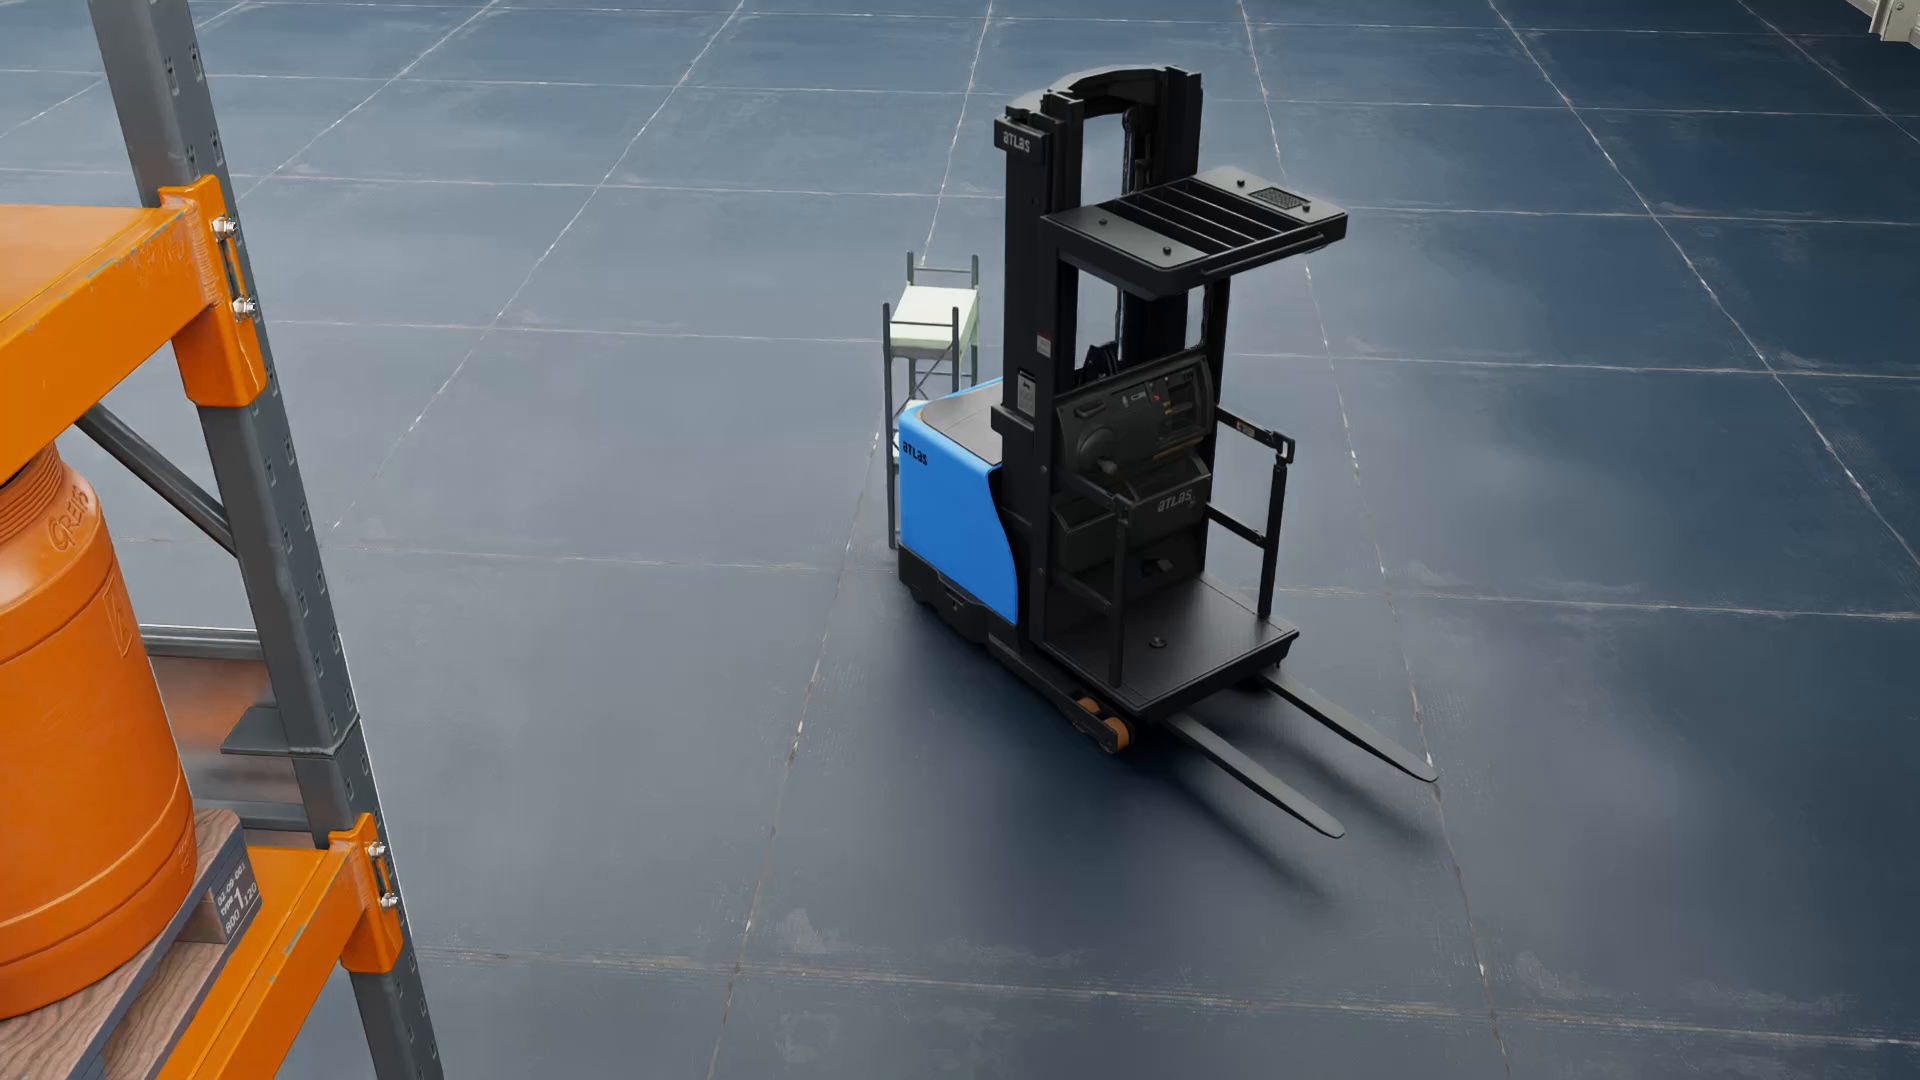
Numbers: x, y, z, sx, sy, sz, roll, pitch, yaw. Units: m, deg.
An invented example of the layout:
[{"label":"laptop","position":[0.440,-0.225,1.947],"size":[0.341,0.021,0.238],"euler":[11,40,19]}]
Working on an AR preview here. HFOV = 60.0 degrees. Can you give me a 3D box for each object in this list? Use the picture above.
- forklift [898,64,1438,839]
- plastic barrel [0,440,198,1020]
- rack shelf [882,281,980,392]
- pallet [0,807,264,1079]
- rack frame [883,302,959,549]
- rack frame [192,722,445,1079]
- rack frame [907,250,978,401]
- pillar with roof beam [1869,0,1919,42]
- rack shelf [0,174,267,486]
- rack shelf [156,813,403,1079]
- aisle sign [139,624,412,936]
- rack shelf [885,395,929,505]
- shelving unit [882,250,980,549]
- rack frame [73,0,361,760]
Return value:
[{"label":"forklift","position":[0.953,-0.532,7.600],"size":[1.130,2.935,3.031],"euler":[-22,38,-31]},{"label":"plastic barrel","position":[-1.587,0.258,2.583],"size":[0.600,0.830,0.708],"euler":[2,32,4]},{"label":"rack shelf","position":[-0.151,-1.104,9.148],"size":[0.431,0.370,0.720],"euler":[4,32,7]},{"label":"pallet","position":[-1.839,0.869,2.582],"size":[1.003,0.211,1.213],"euler":[2,32,4]},{"label":"rack frame","position":[-0.204,-0.582,9.045],"size":[0.400,1.500,0.023],"euler":[4,32,7]},{"label":"rack frame","position":[-1.674,1.637,4.014],"size":[1.000,3.000,0.127],"euler":[2,32,4]},{"label":"rack frame","position":[-0.097,-0.962,9.661],"size":[0.400,1.500,0.023],"euler":[4,32,7]},{"label":"pillar with roof beam","position":[6.180,-9.686,16.671],"size":[9.100,9.000,0.400],"euler":[2,32,4]},{"label":"rack shelf","position":[-1.837,0.606,1.037],"size":[1.077,0.370,4.000],"euler":[2,32,4]},{"label":"rack shelf","position":[-1.837,1.713,1.719],"size":[1.077,0.370,4.000],"euler":[2,32,4]},{"label":"aisle sign","position":[-1.372,0.506,3.373],"size":[0.394,0.787,0.004],"euler":[2,32,4]},{"label":"rack shelf","position":[-0.151,-0.494,9.524],"size":[0.431,0.370,0.720],"euler":[4,32,7]},{"label":"shelving unit","position":[-0.151,-0.772,9.353],"size":[0.431,1.500,0.755],"euler":[4,32,7]},{"label":"rack frame","position":[-1.674,-0.917,2.440],"size":[1.000,3.000,0.127],"euler":[2,32,4]}]
